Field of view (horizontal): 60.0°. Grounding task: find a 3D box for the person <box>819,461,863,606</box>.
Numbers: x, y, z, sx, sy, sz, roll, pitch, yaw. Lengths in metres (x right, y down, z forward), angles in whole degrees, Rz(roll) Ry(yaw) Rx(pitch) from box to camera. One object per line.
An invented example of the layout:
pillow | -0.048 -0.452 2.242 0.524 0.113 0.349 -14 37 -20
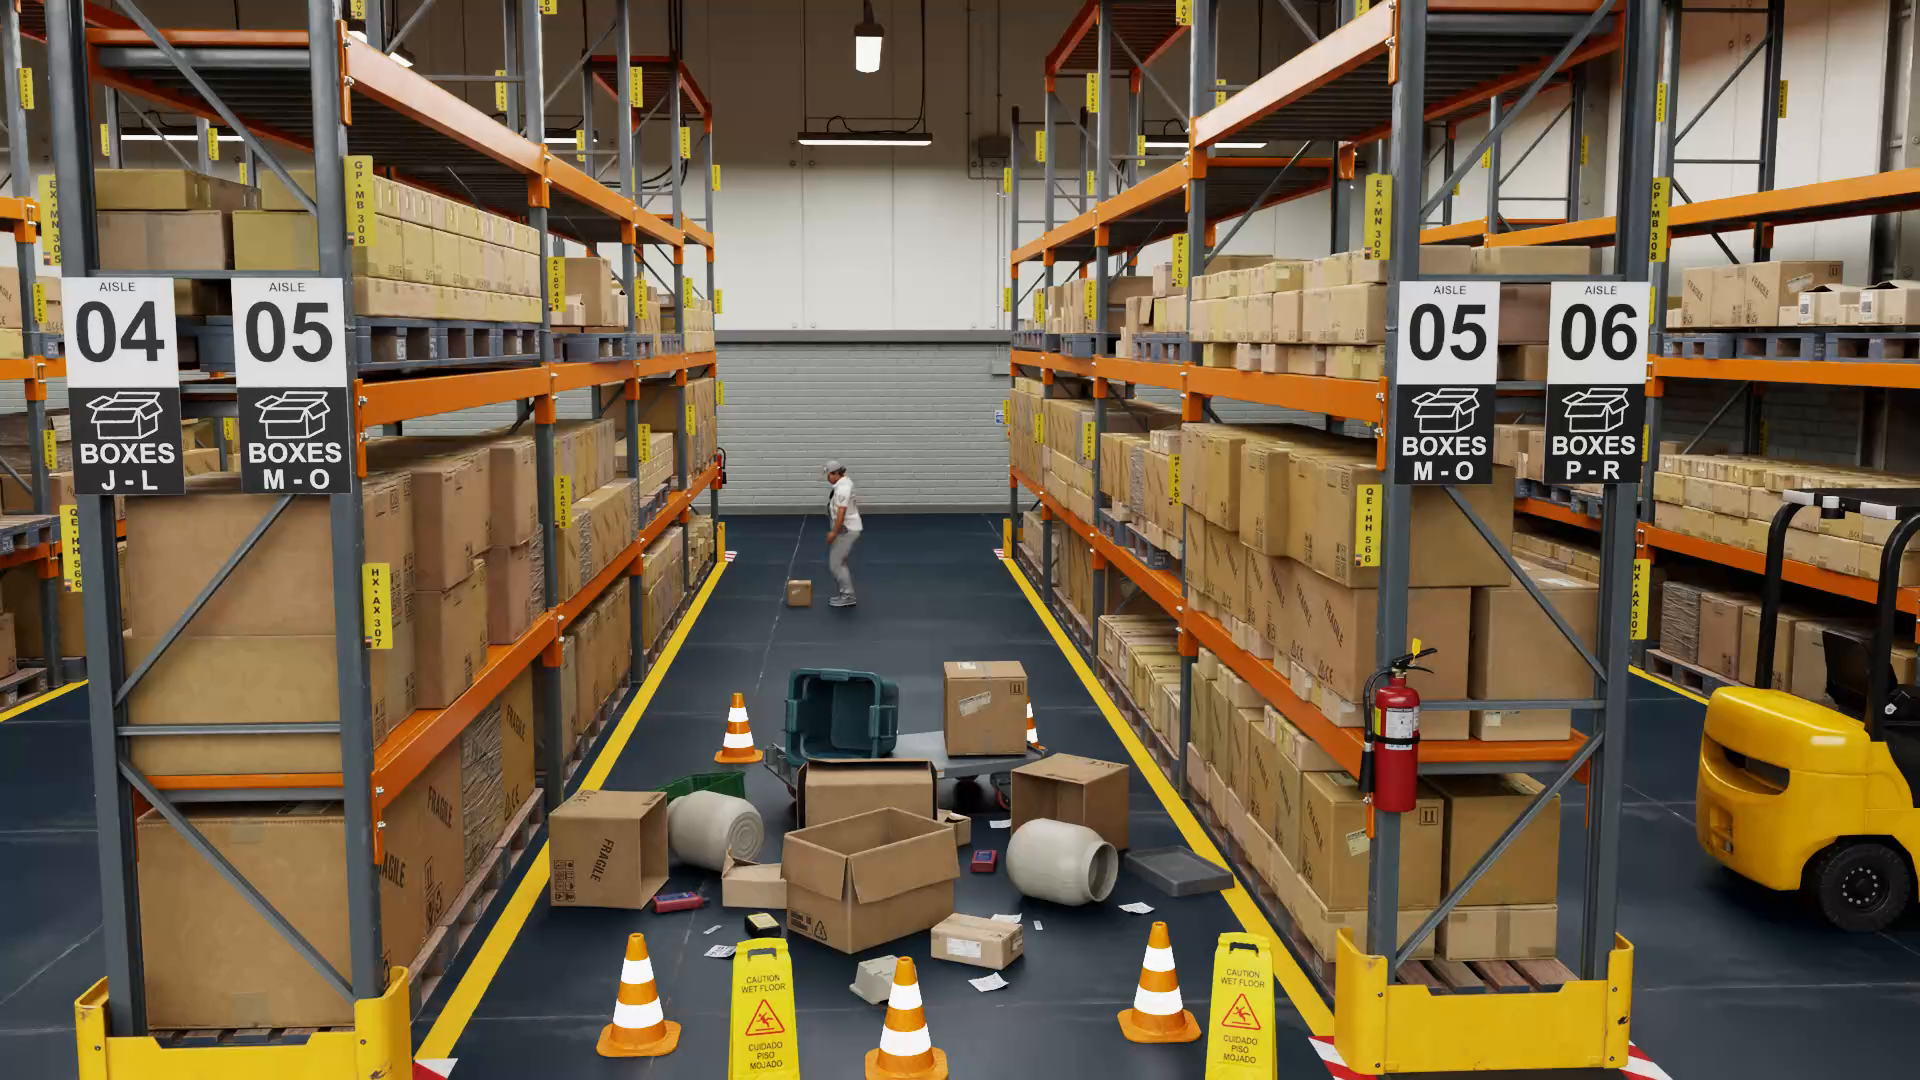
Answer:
person | -1.326 -0.075 18.601 0.479 1.620 0.496 0 7 -2
